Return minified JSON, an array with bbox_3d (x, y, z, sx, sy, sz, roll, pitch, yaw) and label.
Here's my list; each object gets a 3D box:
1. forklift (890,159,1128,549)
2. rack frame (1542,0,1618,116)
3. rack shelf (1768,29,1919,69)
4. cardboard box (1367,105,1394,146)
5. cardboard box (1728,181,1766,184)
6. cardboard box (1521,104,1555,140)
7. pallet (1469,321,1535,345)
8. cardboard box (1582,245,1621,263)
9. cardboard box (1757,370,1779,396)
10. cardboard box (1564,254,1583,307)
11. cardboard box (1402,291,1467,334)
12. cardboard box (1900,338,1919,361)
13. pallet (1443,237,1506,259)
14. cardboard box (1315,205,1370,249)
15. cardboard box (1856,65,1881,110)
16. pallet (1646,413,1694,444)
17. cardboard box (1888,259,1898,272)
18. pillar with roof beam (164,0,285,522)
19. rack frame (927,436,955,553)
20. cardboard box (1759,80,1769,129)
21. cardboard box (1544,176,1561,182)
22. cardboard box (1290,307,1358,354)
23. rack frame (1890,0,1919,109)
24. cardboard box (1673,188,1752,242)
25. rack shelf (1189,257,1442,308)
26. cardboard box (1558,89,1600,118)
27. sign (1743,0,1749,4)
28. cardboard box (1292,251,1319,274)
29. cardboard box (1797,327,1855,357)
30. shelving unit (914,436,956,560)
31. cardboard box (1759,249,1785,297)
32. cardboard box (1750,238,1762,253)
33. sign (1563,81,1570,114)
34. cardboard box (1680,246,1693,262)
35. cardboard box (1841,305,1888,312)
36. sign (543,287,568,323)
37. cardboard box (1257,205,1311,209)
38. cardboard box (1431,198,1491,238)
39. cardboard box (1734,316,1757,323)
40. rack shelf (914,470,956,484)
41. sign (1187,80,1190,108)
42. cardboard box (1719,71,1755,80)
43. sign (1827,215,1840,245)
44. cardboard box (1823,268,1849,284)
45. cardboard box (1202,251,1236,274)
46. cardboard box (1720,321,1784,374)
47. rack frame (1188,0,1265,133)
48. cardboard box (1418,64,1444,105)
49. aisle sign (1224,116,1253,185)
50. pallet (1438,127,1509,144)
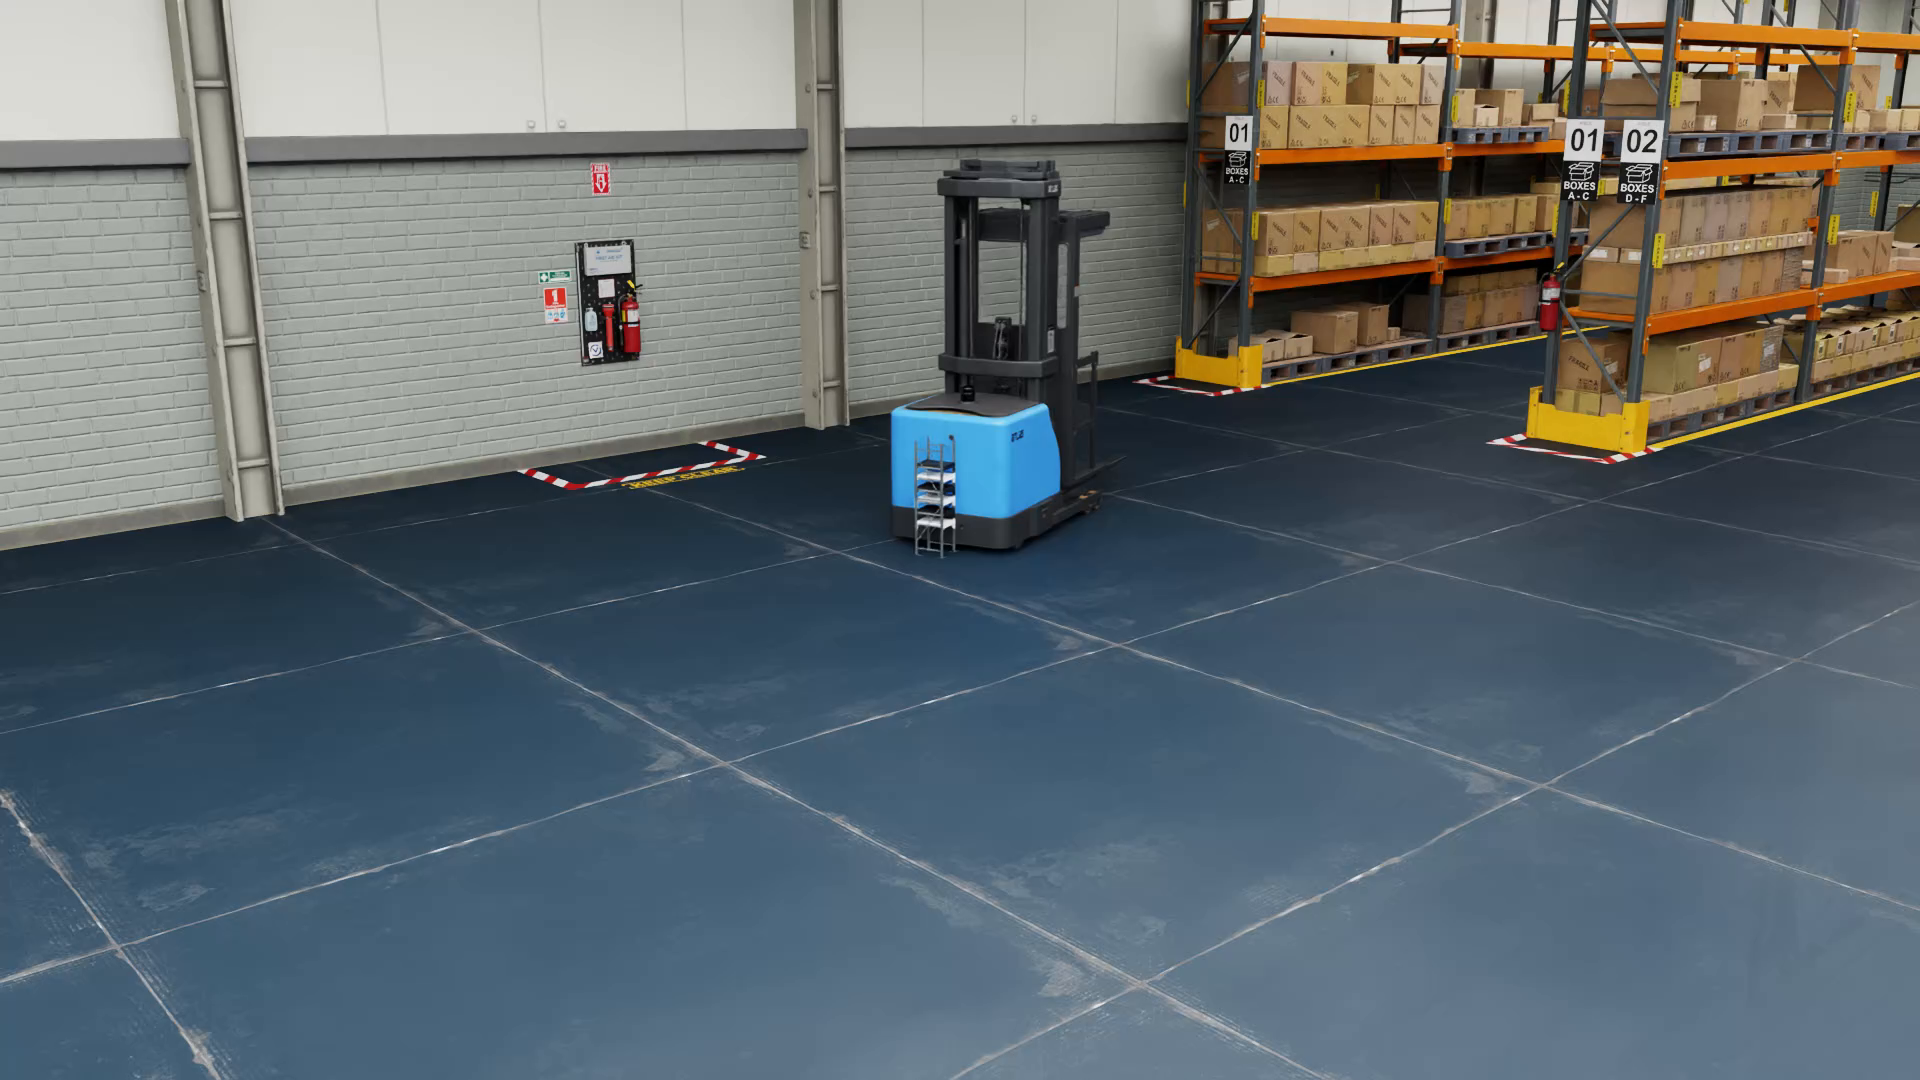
[{"bbox_3d":[0.563,-1.677,13.847,1.130,2.935,3.031,7,17,26],"label":"forklift"},{"bbox_3d":[9.170,-7.663,24.502,0.127,3.000,1.000,-13,19,-39],"label":"rack frame"},{"bbox_3d":[10.915,-5.820,19.770,4.000,0.370,1.077,-13,19,-39],"label":"rack shelf"},{"bbox_3d":[5.150,-5.276,21.146,0.500,0.500,0.500,-14,20,-41],"label":"cardboard box"},{"bbox_3d":[13.161,-5.799,28.565,0.700,0.700,0.980,-13,20,-41],"label":"cardboard box"},{"bbox_3d":[8.131,-6.072,24.119,0.637,0.503,0.797,-9,18,-32],"label":"cardboard box"},{"bbox_3d":[7.659,-3.080,24.372,1.213,0.211,1.003,-13,19,-39],"label":"pallet"},{"bbox_3d":[6.552,-2.909,16.879,0.250,0.149,0.380,-13,20,-40],"label":"cardboard box"},{"bbox_3d":[8.817,-1.794,18.669,0.500,0.250,0.500,-13,19,-39],"label":"cardboard box"},{"bbox_3d":[9.810,-4.028,25.870,0.750,0.750,0.750,-13,20,-40],"label":"cardboard box"},{"bbox_3d":[6.696,-3.220,23.484,0.500,0.500,0.700,-12,19,-38],"label":"cardboard box"},{"bbox_3d":[11.801,-2.451,21.128,0.500,0.250,0.500,-13,20,-40],"label":"cardboard box"},{"bbox_3d":[6.824,-4.096,23.143,1.213,0.211,1.003,-13,19,-39],"label":"pallet"},{"bbox_3d":[4.847,-3.989,21.172,0.500,0.500,0.500,-12,19,-38],"label":"cardboard box"},{"bbox_3d":[10.312,-5.263,19.353,0.500,0.500,0.500,-10,18,-34],"label":"cardboard box"},{"bbox_3d":[6.939,-1.237,17.470,1.213,0.211,1.003,-13,19,-39],"label":"pallet"},{"bbox_3d":[11.499,-3.453,20.851,0.250,0.149,0.380,-11,18,-35],"label":"cardboard box"},{"bbox_3d":[-3.132,-3.724,9.755,0.400,9.000,9.100,-13,19,-39],"label":"pillar with roof beam"},{"bbox_3d":[-0.145,-0.347,12.805,0.240,0.900,0.006,7,17,26],"label":"rack frame"},{"bbox_3d":[8.081,-4.639,17.706,0.637,0.503,0.797,-10,18,-33],"label":"cardboard box"},{"bbox_3d":[9.341,-5.456,25.602,0.500,0.250,0.500,-12,19,-38],"label":"cardboard box"},{"bbox_3d":[4.732,-2.725,21.632,0.500,0.500,0.700,-14,21,-43],"label":"cardboard box"},{"bbox_3d":[12.424,-6.700,20.894,0.127,3.000,1.000,-13,19,-39],"label":"rack frame"},{"bbox_3d":[7.940,-3.467,17.710,0.500,0.500,0.700,-13,19,-39],"label":"cardboard box"},{"bbox_3d":[4.643,-3.401,21.564,4.000,0.370,1.077,-13,19,-39],"label":"rack shelf"},{"bbox_3d":[9.491,-6.567,25.163,0.700,0.500,0.500,14,21,43],"label":"cardboard box"},{"bbox_3d":[12.552,-8.727,26.520,0.005,0.325,0.100,-13,19,-39],"label":"sign"},{"bbox_3d":[4.093,-3.459,20.637,0.500,0.250,0.500,-13,20,-41],"label":"cardboard box"},{"bbox_3d":[10.263,-2.374,19.754,0.500,0.311,0.500,-13,20,-40],"label":"cardboard box"},{"bbox_3d":[-0.191,-0.324,12.718,0.258,0.900,0.210,7,17,26],"label":"shelving unit"},{"bbox_3d":[8.682,-3.005,18.493,0.500,0.500,0.700,-13,20,-40],"label":"cardboard box"},{"bbox_3d":[8.383,-3.183,17.902,0.250,0.149,0.380,-12,19,-38],"label":"cardboard box"},{"bbox_3d":[6.043,-4.393,16.508,0.005,0.325,0.100,-13,19,-39],"label":"sign"},{"bbox_3d":[7.213,-2.919,16.916,0.250,0.149,0.380,-13,19,-39],"label":"cardboard box"},{"bbox_3d":[11.836,-2.915,21.778,0.500,0.311,0.500,-12,19,-38],"label":"cardboard box"},{"bbox_3d":[-3.806,-2.213,15.652,0.234,0.329,0.001,-13,19,-39],"label":"sign"},{"bbox_3d":[4.124,-4.002,21.220,0.500,0.500,0.500,-13,20,-41],"label":"cardboard box"},{"bbox_3d":[6.985,-4.521,23.317,0.500,0.500,0.700,-10,18,-34],"label":"cardboard box"},{"bbox_3d":[8.851,-2.343,19.269,0.500,0.500,0.500,-13,19,-39],"label":"cardboard box"},{"bbox_3d":[-0.191,-0.465,12.680,0.258,0.077,0.200,7,17,26],"label":"rack shelf"},{"bbox_3d":[2.785,-5.398,20.118,0.005,0.325,0.100,-13,19,-39],"label":"sign"},{"bbox_3d":[12.909,-7.499,27.529,0.500,0.500,0.500,-13,20,-40],"label":"cardboard box"},{"bbox_3d":[9.772,-3.472,18.606,0.005,0.325,0.100,-13,19,-39],"label":"sign"},{"bbox_3d":[10.209,-3.113,19.577,0.250,0.149,0.380,-13,19,-39],"label":"cardboard box"},{"bbox_3d":[3.360,-3.464,20.657,0.500,0.250,0.500,-12,19,-39],"label":"cardboard box"},{"bbox_3d":[8.815,-2.157,18.573,0.500,0.500,0.500,-13,19,-39],"label":"cardboard box"},{"bbox_3d":[3.135,-6.308,19.428,0.127,3.000,1.000,-13,19,-39],"label":"rack frame"},{"bbox_3d":[5.952,-5.940,21.692,0.500,0.500,0.500,14,20,42],"label":"cardboard box"},{"bbox_3d":[3.277,-4.595,19.603,0.004,0.787,0.394,-13,19,-39],"label":"aisle sign"},{"bbox_3d":[6.688,-5.530,22.690,1.003,0.211,1.213,-13,19,-39],"label":"pallet"}]
